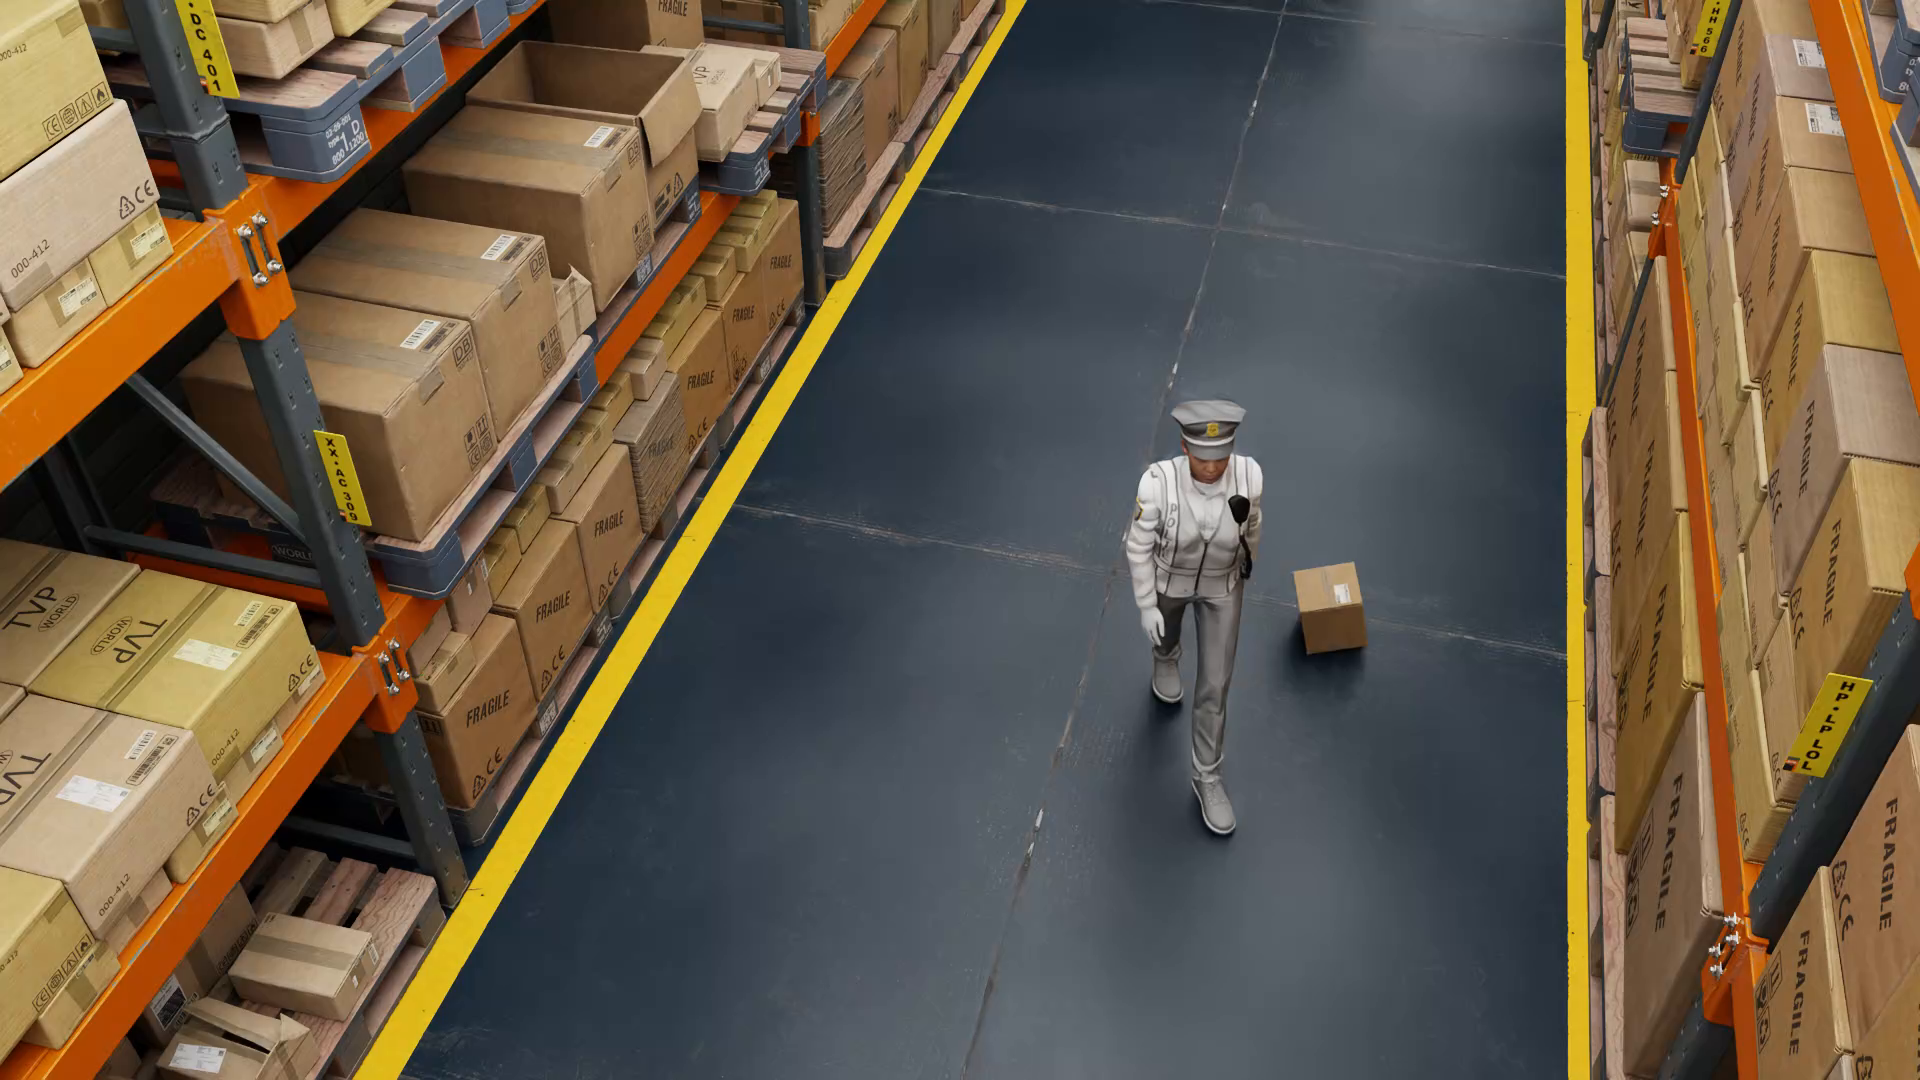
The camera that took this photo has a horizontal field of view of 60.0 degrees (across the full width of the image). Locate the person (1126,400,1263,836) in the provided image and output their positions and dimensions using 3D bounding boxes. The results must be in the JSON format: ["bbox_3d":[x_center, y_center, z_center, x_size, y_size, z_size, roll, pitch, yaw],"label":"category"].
[{"bbox_3d":[0.825,0.171,5.933,0.488,1.623,0.943,2,41,3],"label":"person"}]
